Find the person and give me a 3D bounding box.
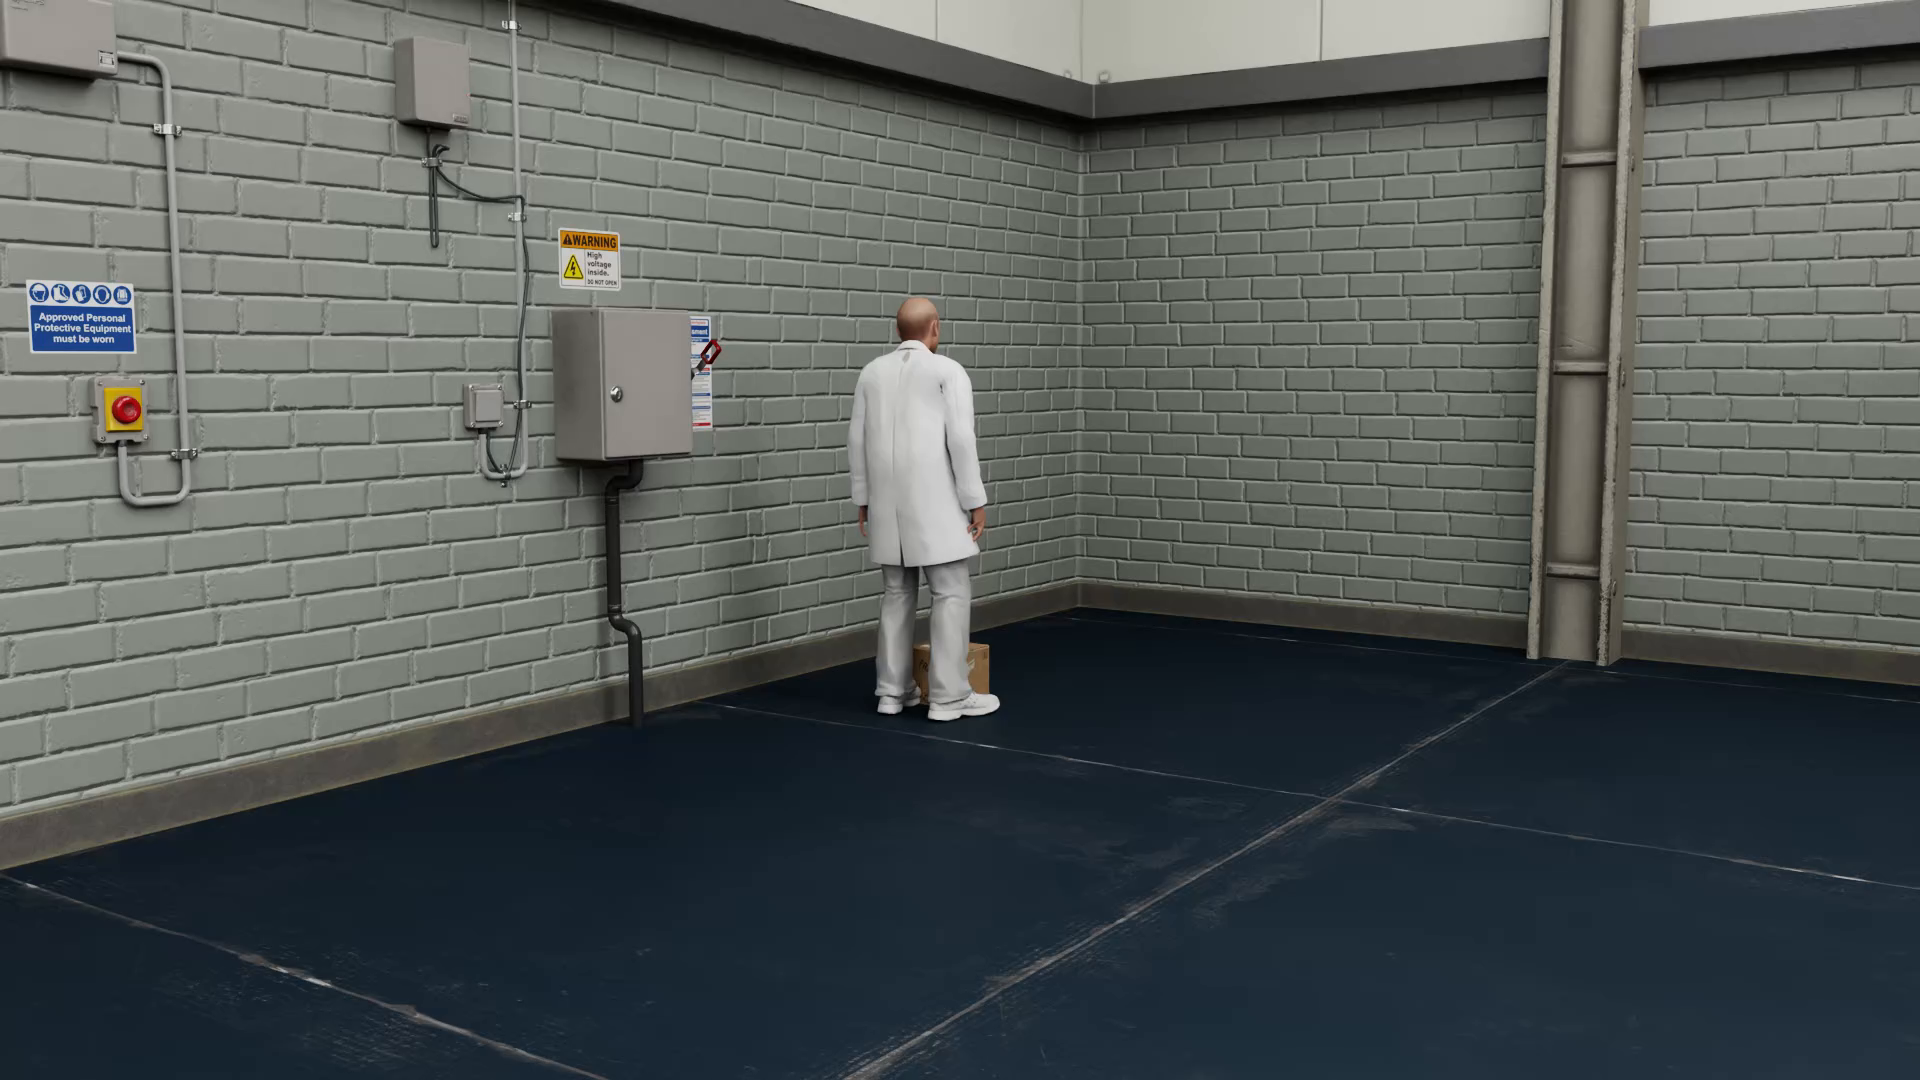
[{"bbox_3d":[-0.153,-0.141,7.066,0.644,1.774,0.428,4,7,34],"label":"person"}]
